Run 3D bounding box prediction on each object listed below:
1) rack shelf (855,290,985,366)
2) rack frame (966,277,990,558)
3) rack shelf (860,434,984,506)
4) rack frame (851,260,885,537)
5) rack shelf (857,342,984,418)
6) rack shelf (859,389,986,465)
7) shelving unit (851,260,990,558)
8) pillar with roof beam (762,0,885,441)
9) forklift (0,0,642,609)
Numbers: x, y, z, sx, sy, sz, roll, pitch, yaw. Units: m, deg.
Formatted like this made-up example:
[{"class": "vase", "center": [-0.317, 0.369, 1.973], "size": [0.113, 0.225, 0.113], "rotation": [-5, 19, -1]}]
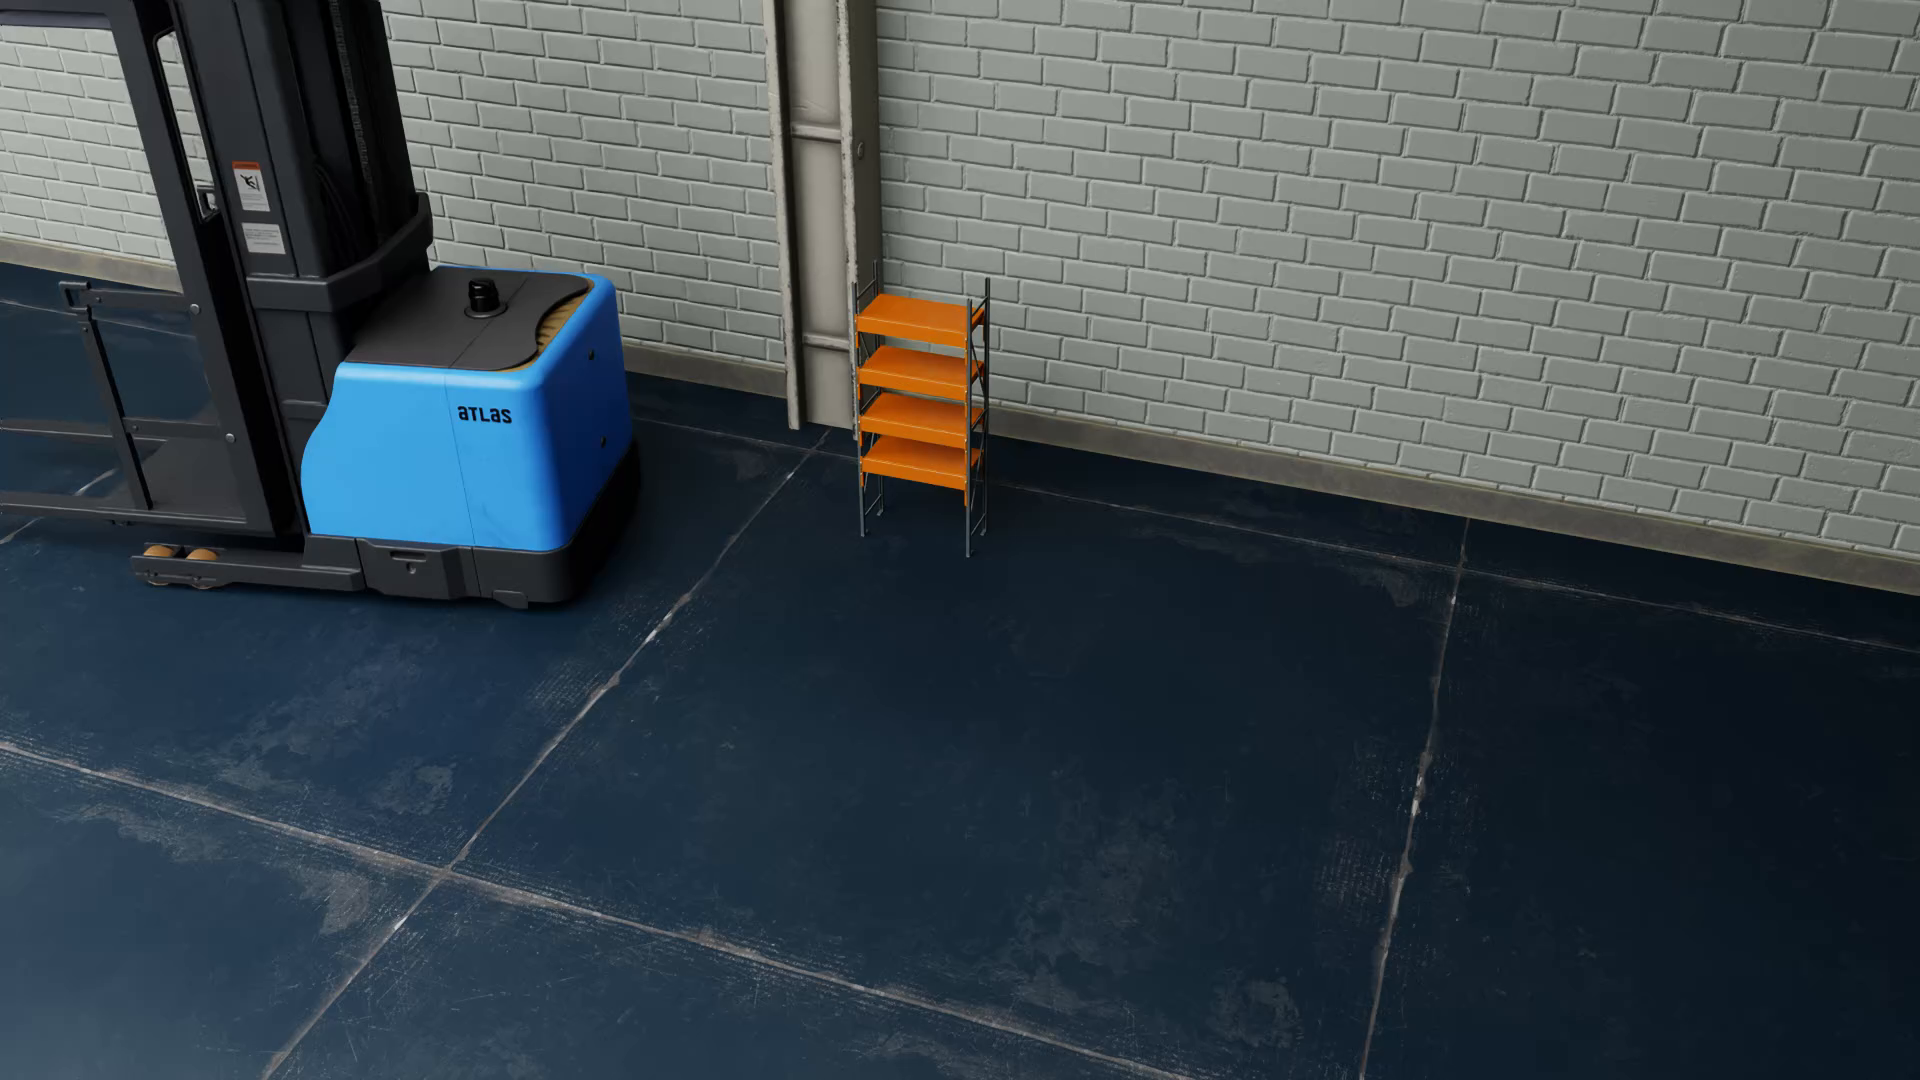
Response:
[{"class": "rack shelf", "center": [-0.156, -0.864, 6.758], "size": [0.480, 0.148, 0.258], "rotation": [11, 34, 16]}, {"class": "rack frame", "center": [0.074, -0.490, 6.902], "size": [0.015, 1.200, 0.240], "rotation": [11, 34, 16]}, {"class": "rack shelf", "center": [-0.156, -0.311, 7.116], "size": [0.480, 0.148, 0.258], "rotation": [11, 34, 16]}, {"class": "rack frame", "center": [-0.386, -0.579, 7.041], "size": [0.015, 1.200, 0.240], "rotation": [11, 34, 16]}, {"class": "rack shelf", "center": [-0.156, -0.666, 6.887], "size": [0.480, 0.148, 0.258], "rotation": [11, 34, 16]}, {"class": "rack shelf", "center": [-0.156, -0.478, 7.008], "size": [0.480, 0.148, 0.258], "rotation": [11, 34, 16]}, {"class": "shelving unit", "center": [-0.156, -0.534, 6.971], "size": [0.503, 1.200, 0.258], "rotation": [11, 34, 16]}, {"class": "pillar with roof beam", "center": [-2.049, -2.171, 2.316], "size": [0.400, 9.000, 9.100], "rotation": [11, 34, 16]}, {"class": "forklift", "center": [-2.996, -1.304, 6.568], "size": [3.031, 2.935, 1.130], "rotation": [4, 33, 7]}]
